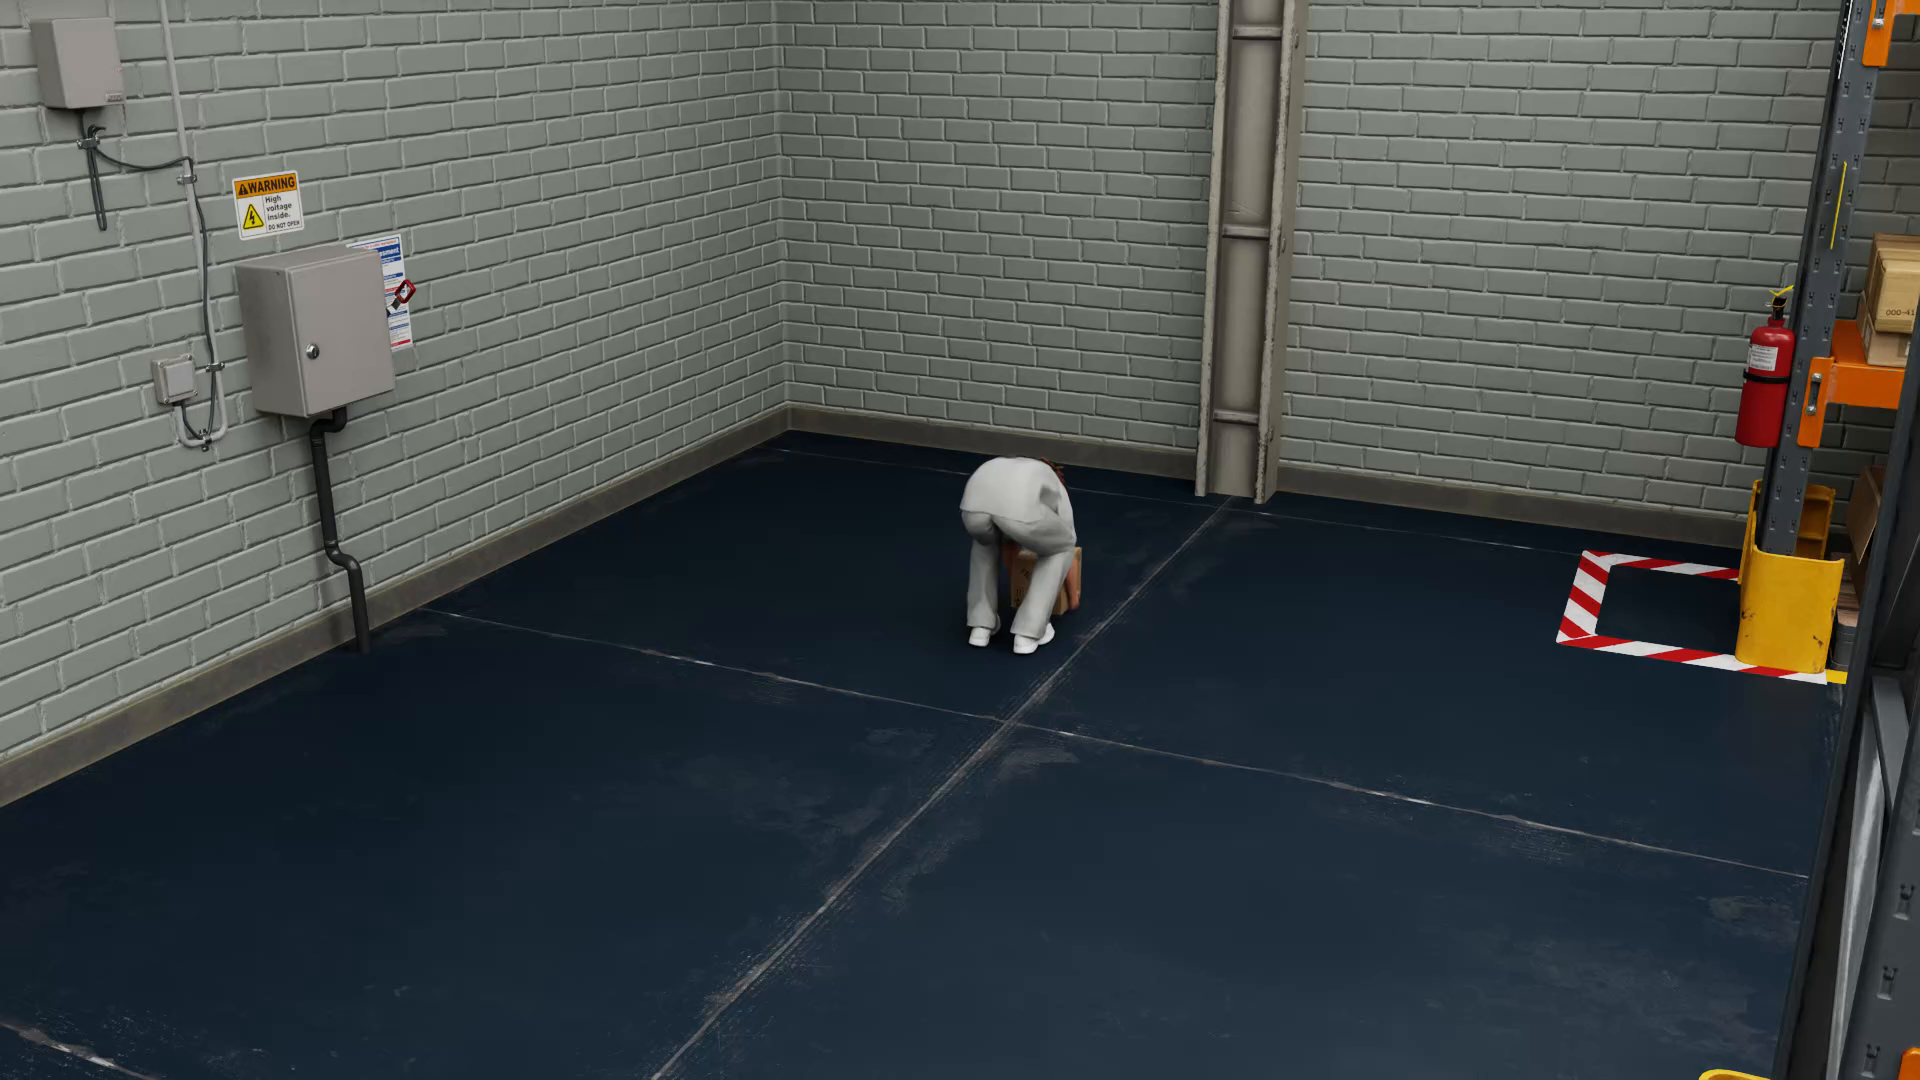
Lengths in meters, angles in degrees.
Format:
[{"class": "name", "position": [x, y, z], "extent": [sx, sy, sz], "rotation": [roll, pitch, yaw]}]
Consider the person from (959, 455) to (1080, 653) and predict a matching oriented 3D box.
[{"class": "person", "position": [0.274, 0.004, 7.337], "extent": [0.476, 0.844, 0.854], "rotation": [7, 20, 20]}]
